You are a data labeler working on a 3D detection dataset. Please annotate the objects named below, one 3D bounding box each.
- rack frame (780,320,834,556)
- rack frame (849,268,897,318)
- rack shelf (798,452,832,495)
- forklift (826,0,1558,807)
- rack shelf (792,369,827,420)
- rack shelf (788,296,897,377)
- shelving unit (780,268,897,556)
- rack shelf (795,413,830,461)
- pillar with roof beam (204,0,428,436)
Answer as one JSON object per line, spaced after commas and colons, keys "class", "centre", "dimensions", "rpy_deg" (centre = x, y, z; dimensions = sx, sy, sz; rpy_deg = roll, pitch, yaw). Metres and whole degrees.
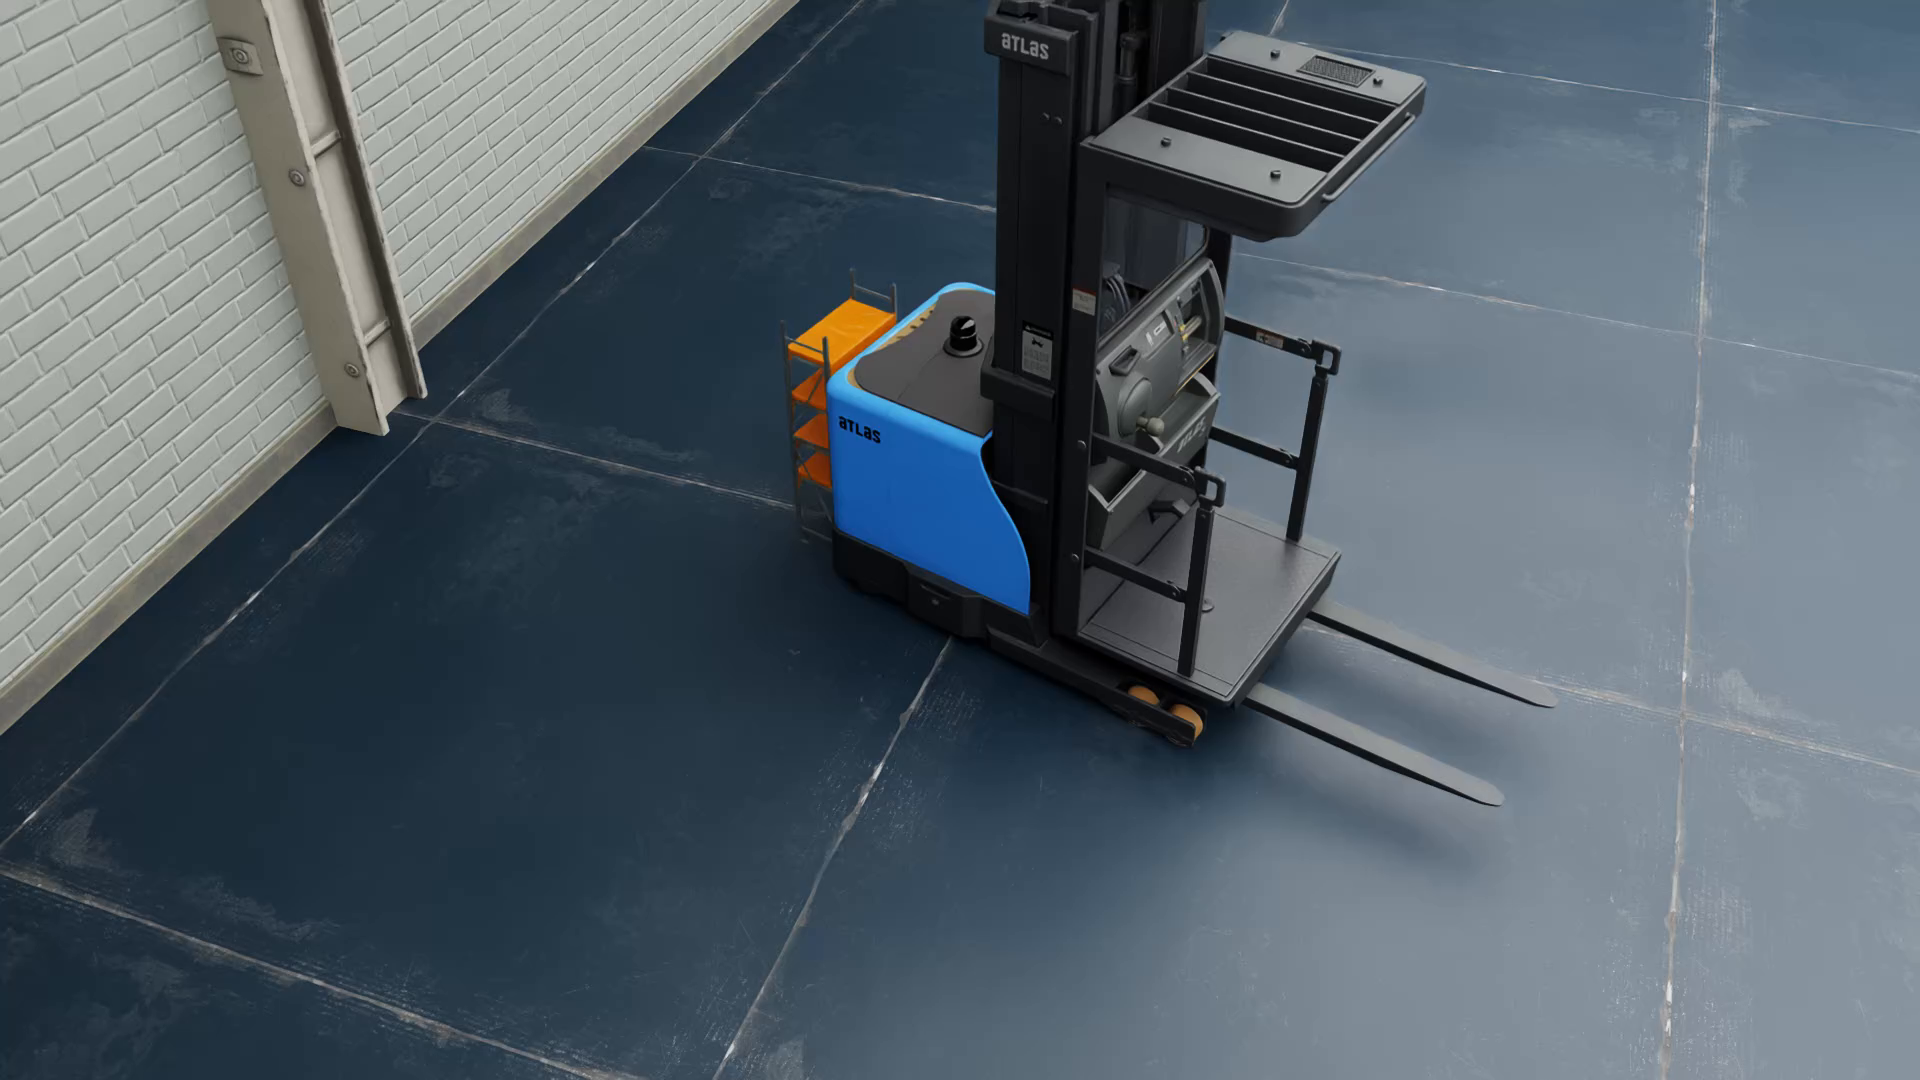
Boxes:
{"class": "rack frame", "centre": [-0.646, -0.416, 7.267], "dimensions": [0.240, 1.200, 0.015], "rpy_deg": [23, 46, 25]}
{"class": "rack frame", "centre": [-0.377, -0.680, 7.577], "dimensions": [0.240, 1.200, 0.015], "rpy_deg": [23, 46, 25]}
{"class": "rack shelf", "centre": [-0.512, -0.346, 7.594], "dimensions": [0.258, 0.148, 0.480], "rpy_deg": [23, 46, 25]}
{"class": "forklift", "centre": [0.941, -0.679, 6.241], "dimensions": [3.031, 2.935, 1.130], "rpy_deg": [24, 46, 25]}
{"class": "rack shelf", "centre": [-0.512, -0.667, 7.320], "dimensions": [0.258, 0.148, 0.480], "rpy_deg": [23, 46, 25]}
{"class": "rack shelf", "centre": [-0.512, -0.847, 7.167], "dimensions": [0.258, 0.148, 0.480], "rpy_deg": [23, 46, 25]}
{"class": "shelving unit", "centre": [-0.512, -0.548, 7.422], "dimensions": [0.258, 1.200, 0.503], "rpy_deg": [23, 46, 25]}
{"class": "rack shelf", "centre": [-0.512, -0.497, 7.465], "dimensions": [0.258, 0.148, 0.480], "rpy_deg": [23, 46, 25]}
{"class": "pillar with roof beam", "centre": [1.088, -3.141, 4.452], "dimensions": [9.100, 9.000, 0.400], "rpy_deg": [13, 42, 15]}
